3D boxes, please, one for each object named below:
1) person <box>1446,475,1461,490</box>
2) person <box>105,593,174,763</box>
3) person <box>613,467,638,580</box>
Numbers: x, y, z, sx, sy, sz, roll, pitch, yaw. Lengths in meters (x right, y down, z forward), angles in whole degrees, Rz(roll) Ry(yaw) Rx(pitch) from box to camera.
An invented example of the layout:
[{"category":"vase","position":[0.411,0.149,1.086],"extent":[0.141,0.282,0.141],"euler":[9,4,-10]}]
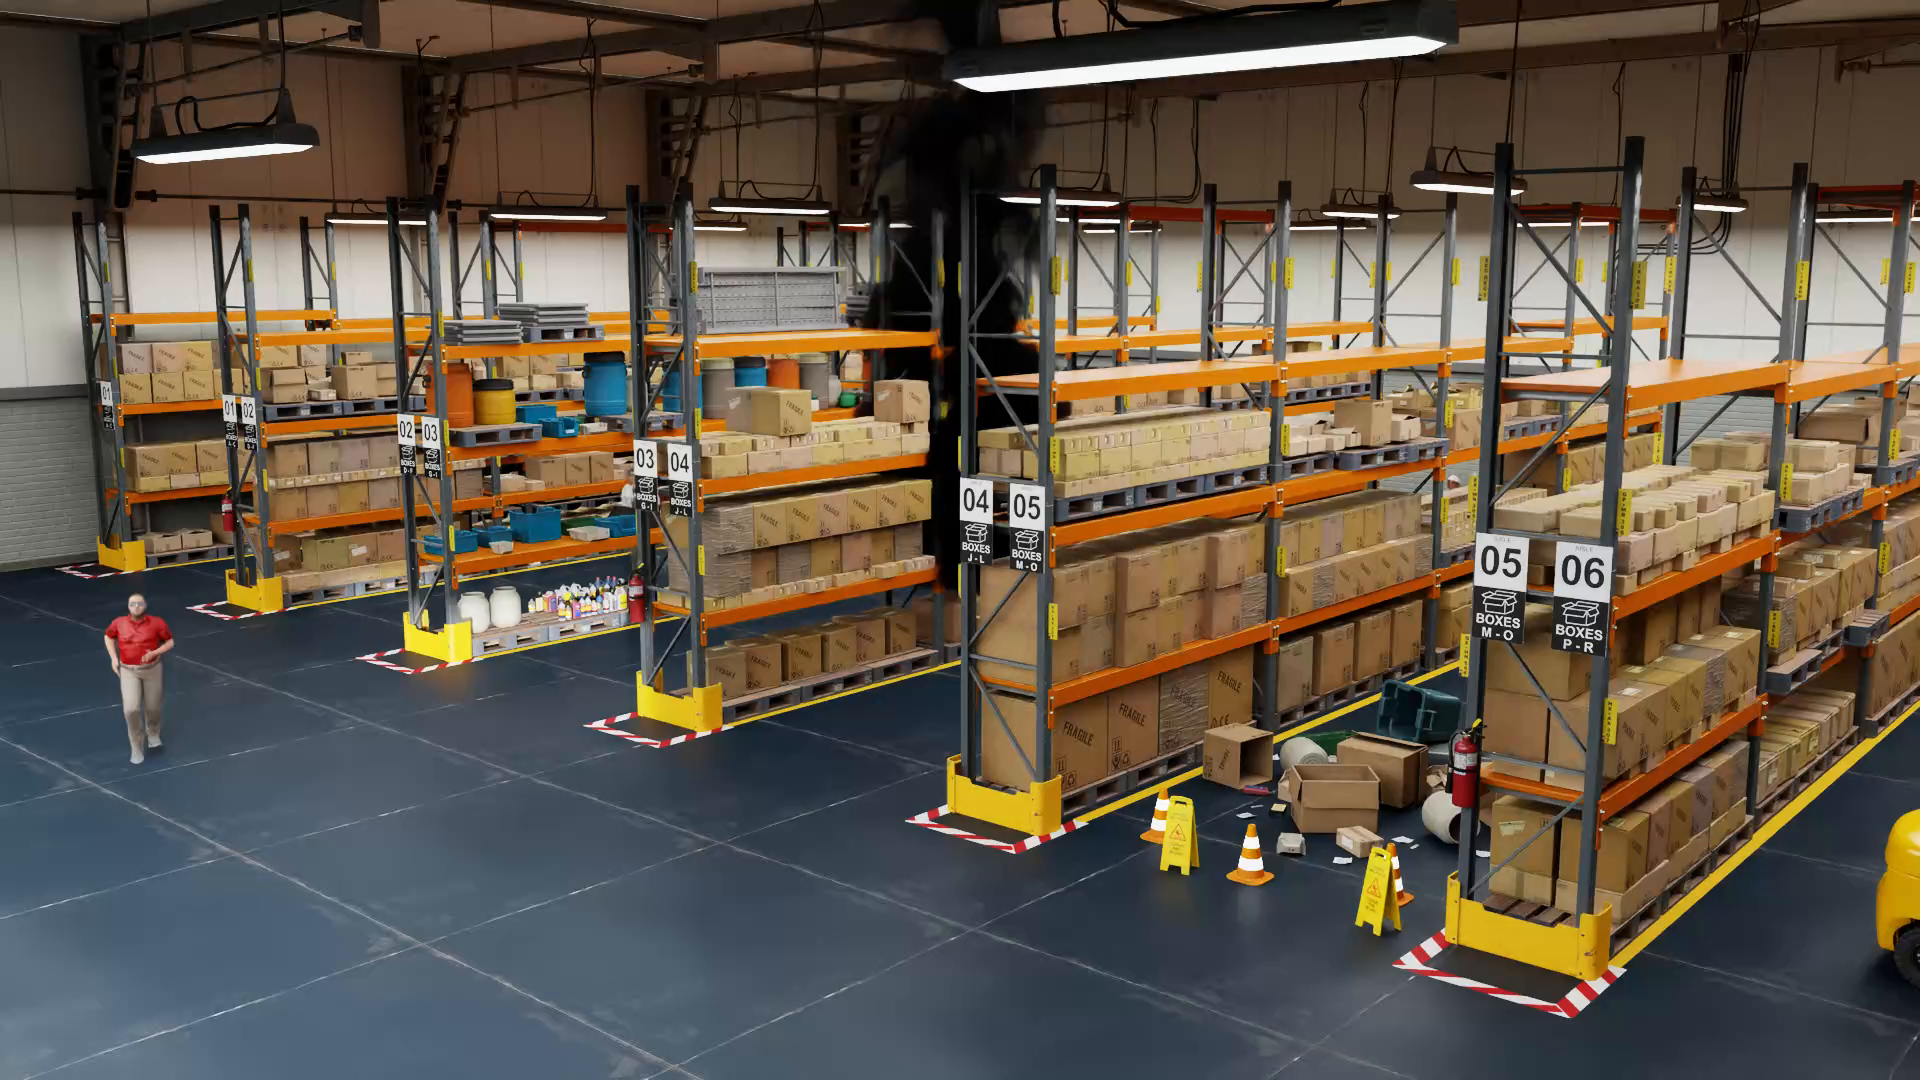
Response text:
[{"category":"person","position":[7.934,-0.130,26.677],"extent":[0.633,1.839,0.761],"euler":[8,13,41]},{"category":"person","position":[-8.614,1.453,17.513],"extent":[0.660,1.807,0.679],"euler":[-4,10,-25]},{"category":"person","position":[-5.130,-0.269,26.183],"extent":[0.590,1.794,0.704],"euler":[8,13,41]}]
